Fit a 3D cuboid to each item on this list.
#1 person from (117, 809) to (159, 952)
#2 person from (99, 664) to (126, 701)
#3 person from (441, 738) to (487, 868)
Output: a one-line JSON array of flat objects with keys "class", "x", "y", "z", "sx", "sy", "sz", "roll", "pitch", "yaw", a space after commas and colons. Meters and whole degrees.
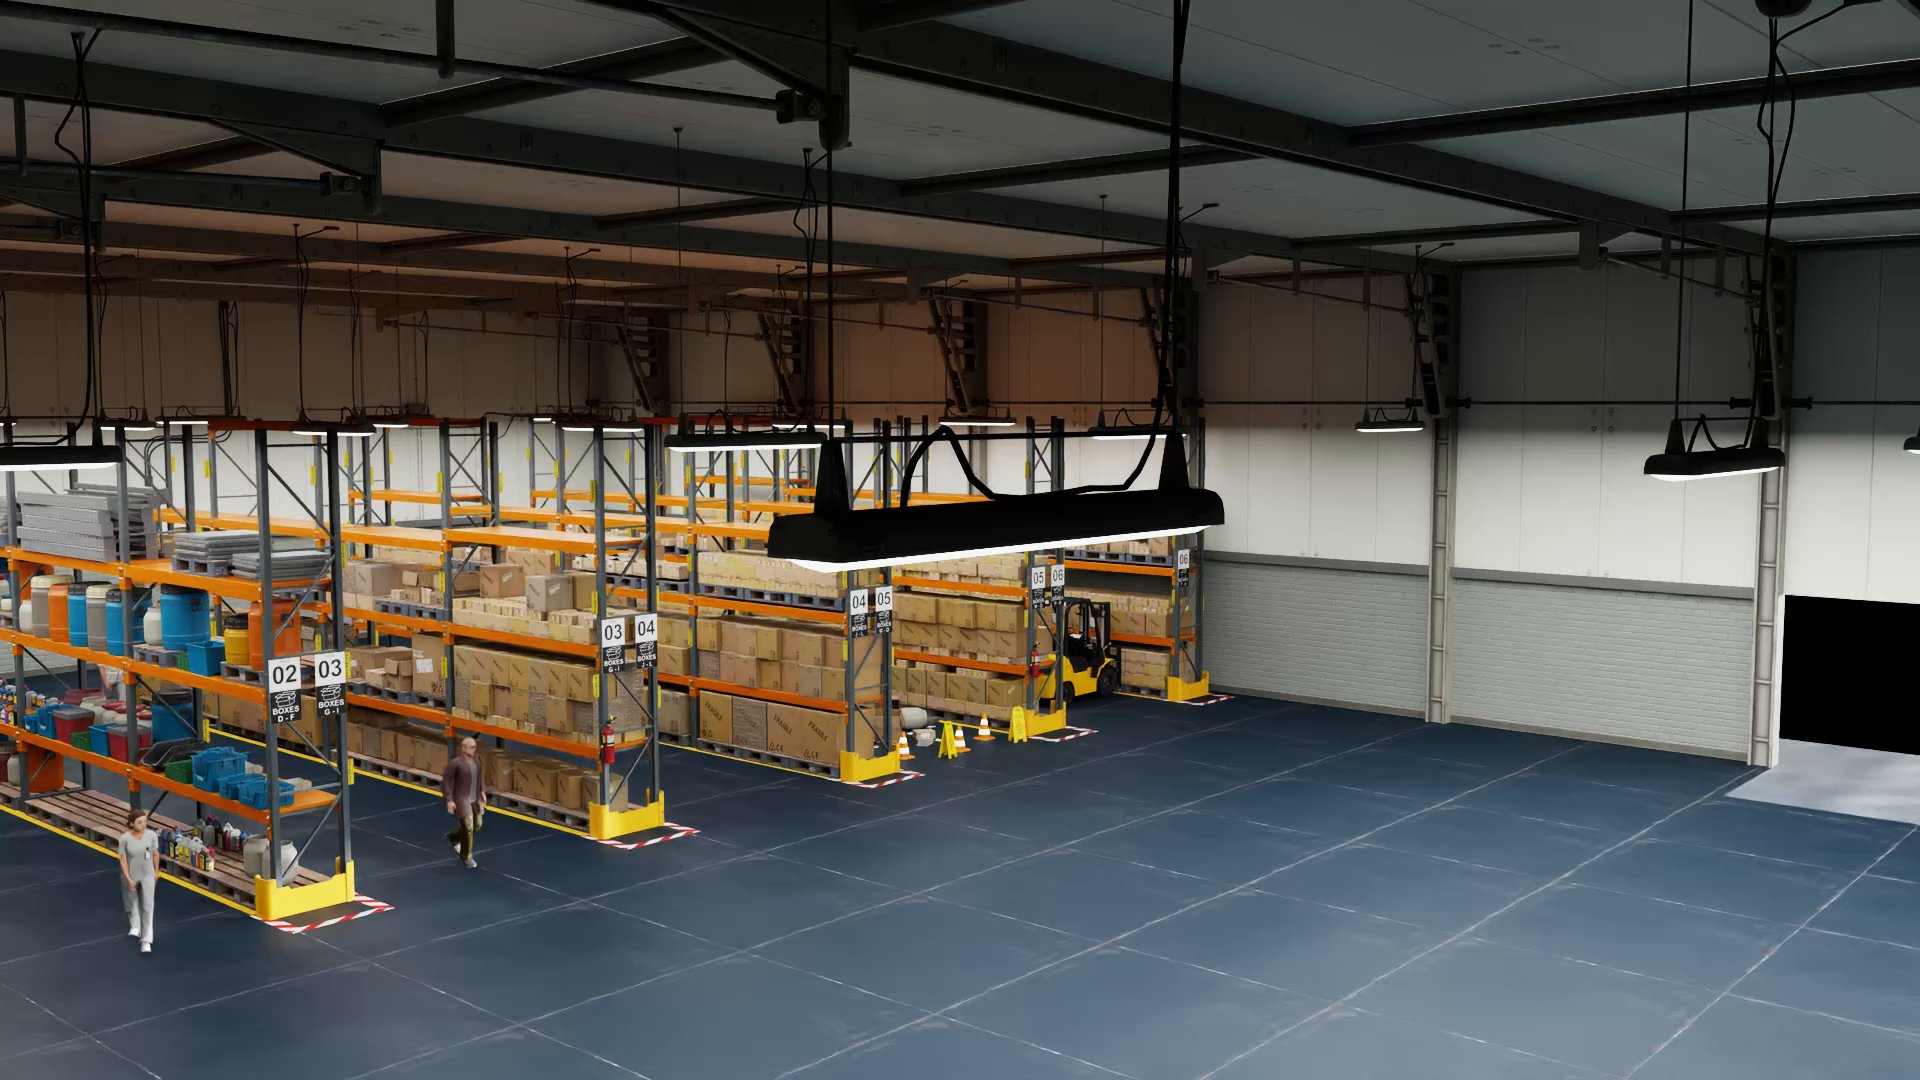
[{"class": "person", "x": -9.530, "y": 3.922, "z": 19.315, "sx": 0.437, "sy": 1.580, "sz": 1.099, "roll": -3, "pitch": 5, "yaw": -29}, {"class": "person", "x": -16.613, "y": 2.739, "z": 32.632, "sx": 0.530, "sy": 1.717, "sz": 1.039, "roll": -5, "pitch": 7, "yaw": -44}, {"class": "person", "x": -6.848, "y": 3.567, "z": 22.809, "sx": 0.754, "sy": 1.762, "sz": 0.669, "roll": 3, "pitch": 5, "yaw": 28}]
